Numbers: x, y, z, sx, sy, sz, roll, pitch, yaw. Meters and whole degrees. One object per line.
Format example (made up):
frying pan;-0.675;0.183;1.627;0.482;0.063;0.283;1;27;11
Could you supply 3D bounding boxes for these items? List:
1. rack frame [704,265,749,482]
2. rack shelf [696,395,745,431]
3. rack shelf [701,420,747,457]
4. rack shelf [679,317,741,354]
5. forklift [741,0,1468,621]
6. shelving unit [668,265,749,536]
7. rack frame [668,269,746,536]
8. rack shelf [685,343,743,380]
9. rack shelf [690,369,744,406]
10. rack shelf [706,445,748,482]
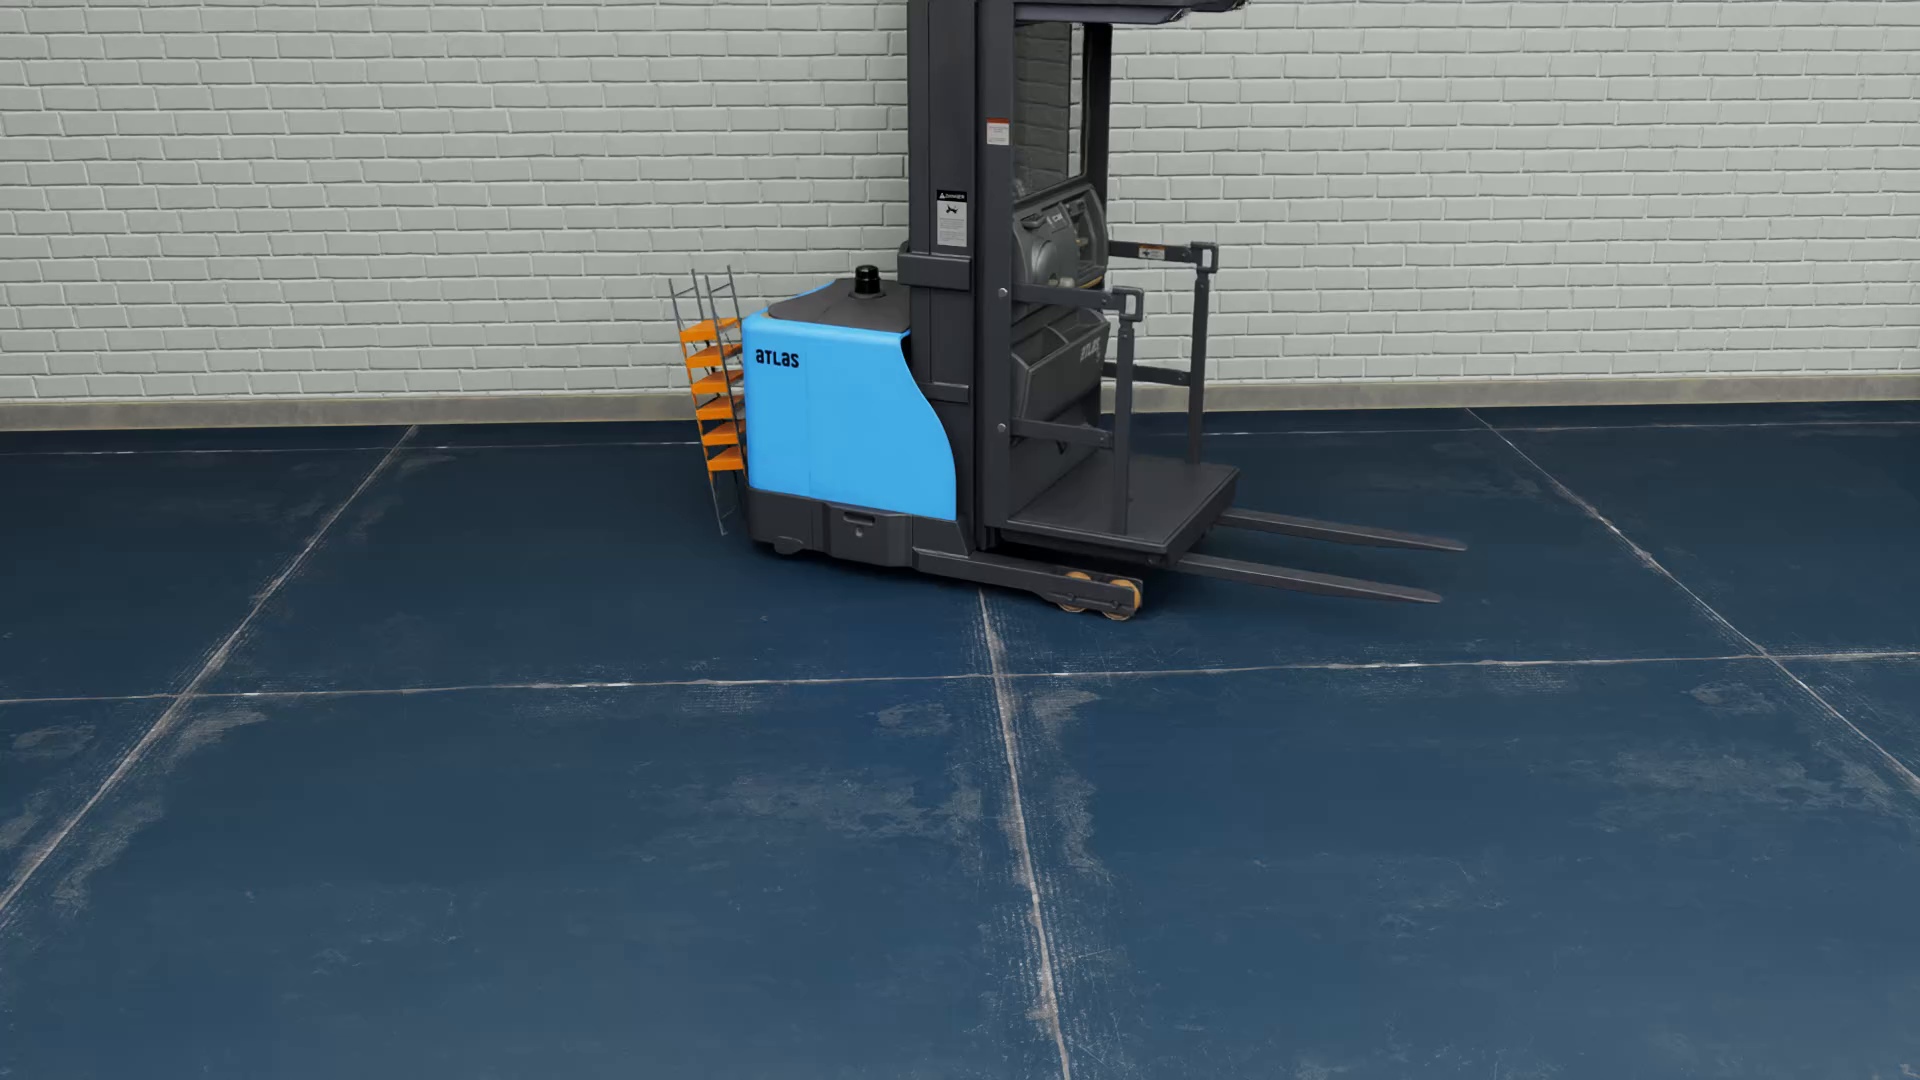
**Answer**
rack frame;-0.979;-0.629;7.521;0.006;1.200;0.240;-2;19;21
rack shelf;-1.057;-0.583;7.567;0.180;0.103;0.258;-2;19;21
rack shelf;-1.038;-0.470;7.603;0.180;0.103;0.258;-2;19;21
rack shelf;-1.113;-0.922;7.459;0.180;0.103;0.258;-2;19;21
forklift;0.604;-1.256;6.802;3.031;2.935;1.130;9;23;23
shelving unit;-1.064;-0.625;7.554;0.189;1.200;0.258;-2;19;21
rack frame;-1.149;-0.621;7.586;0.006;1.200;0.240;-2;19;21
rack shelf;-1.094;-0.809;7.495;0.180;0.103;0.258;-2;19;21
rack shelf;-1.076;-0.696;7.531;0.180;0.103;0.258;-2;19;21
rack shelf;-1.020;-0.358;7.639;0.180;0.103;0.258;-2;19;21
